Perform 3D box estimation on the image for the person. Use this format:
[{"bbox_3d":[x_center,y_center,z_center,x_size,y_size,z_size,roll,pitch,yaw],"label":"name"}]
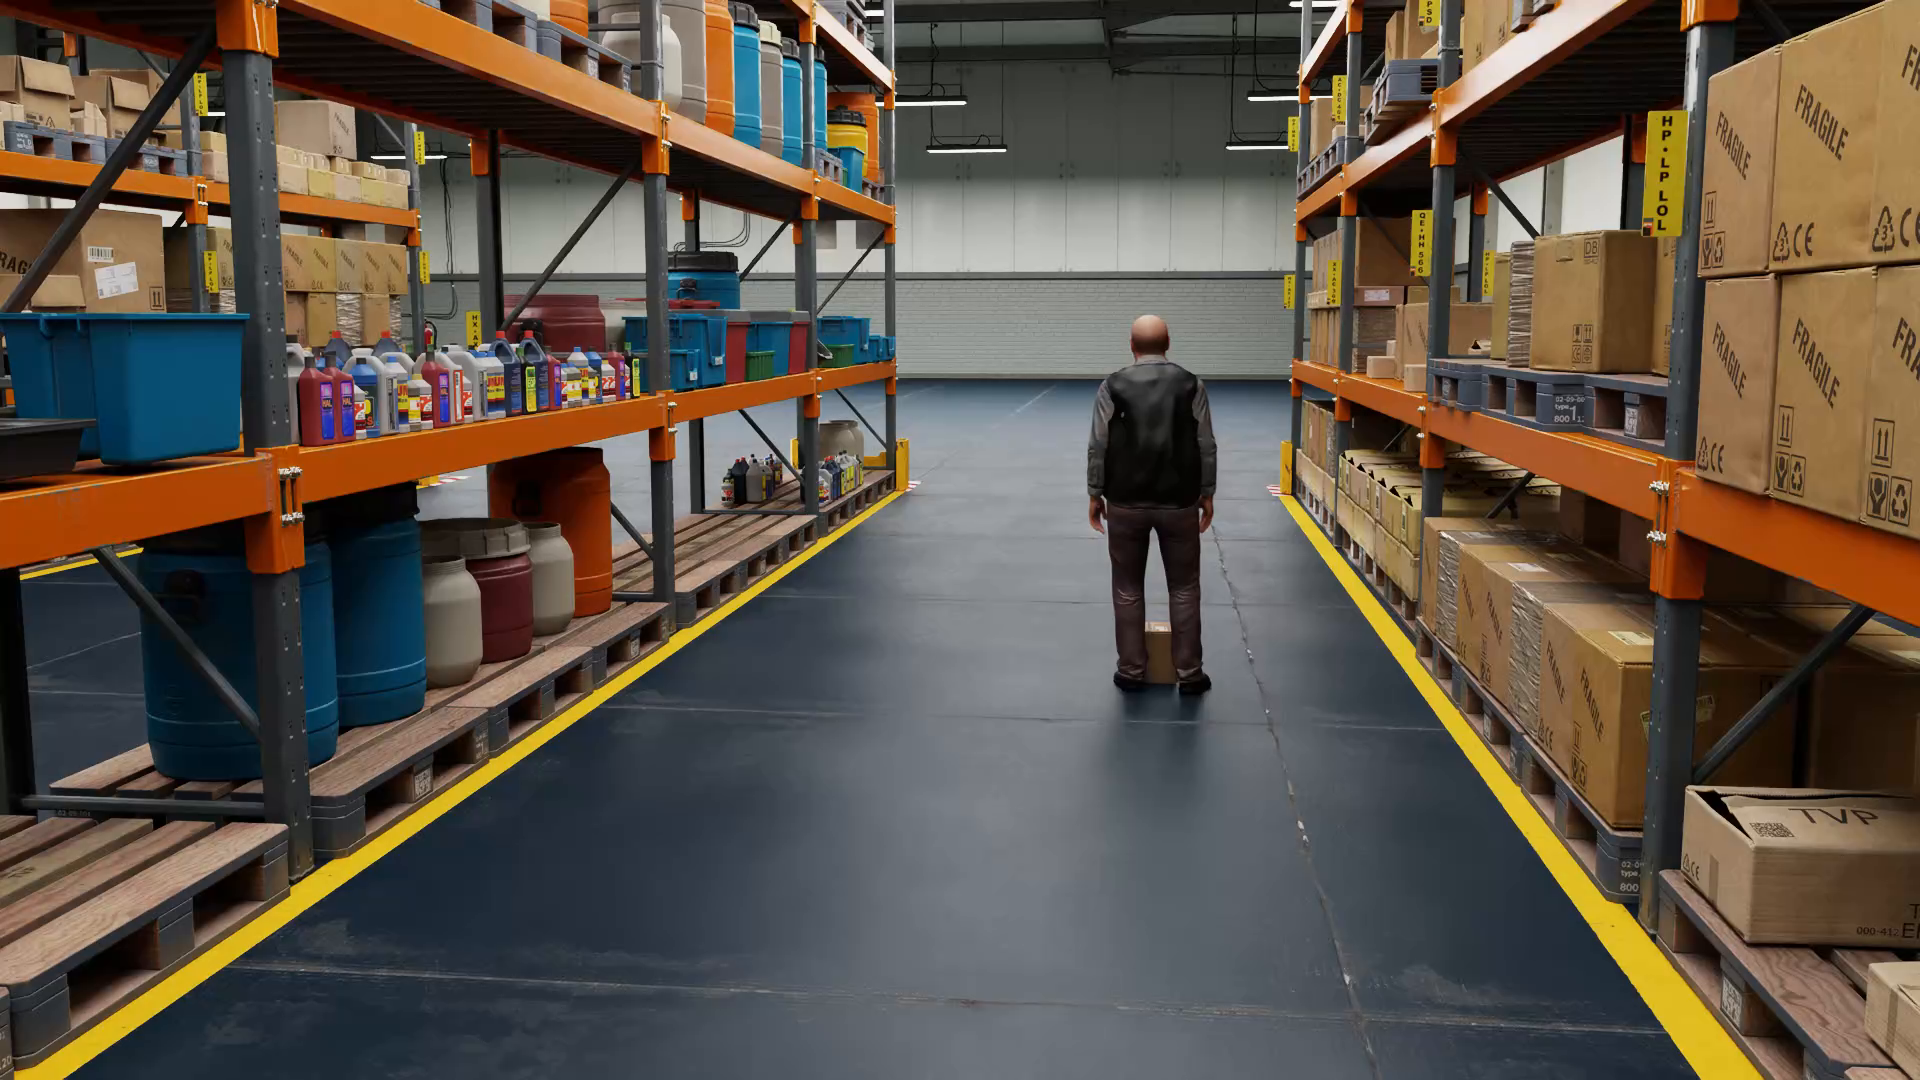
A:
[{"bbox_3d":[0.874,-0.160,7.590,0.591,1.722,0.465,1,8,4],"label":"person"}]
